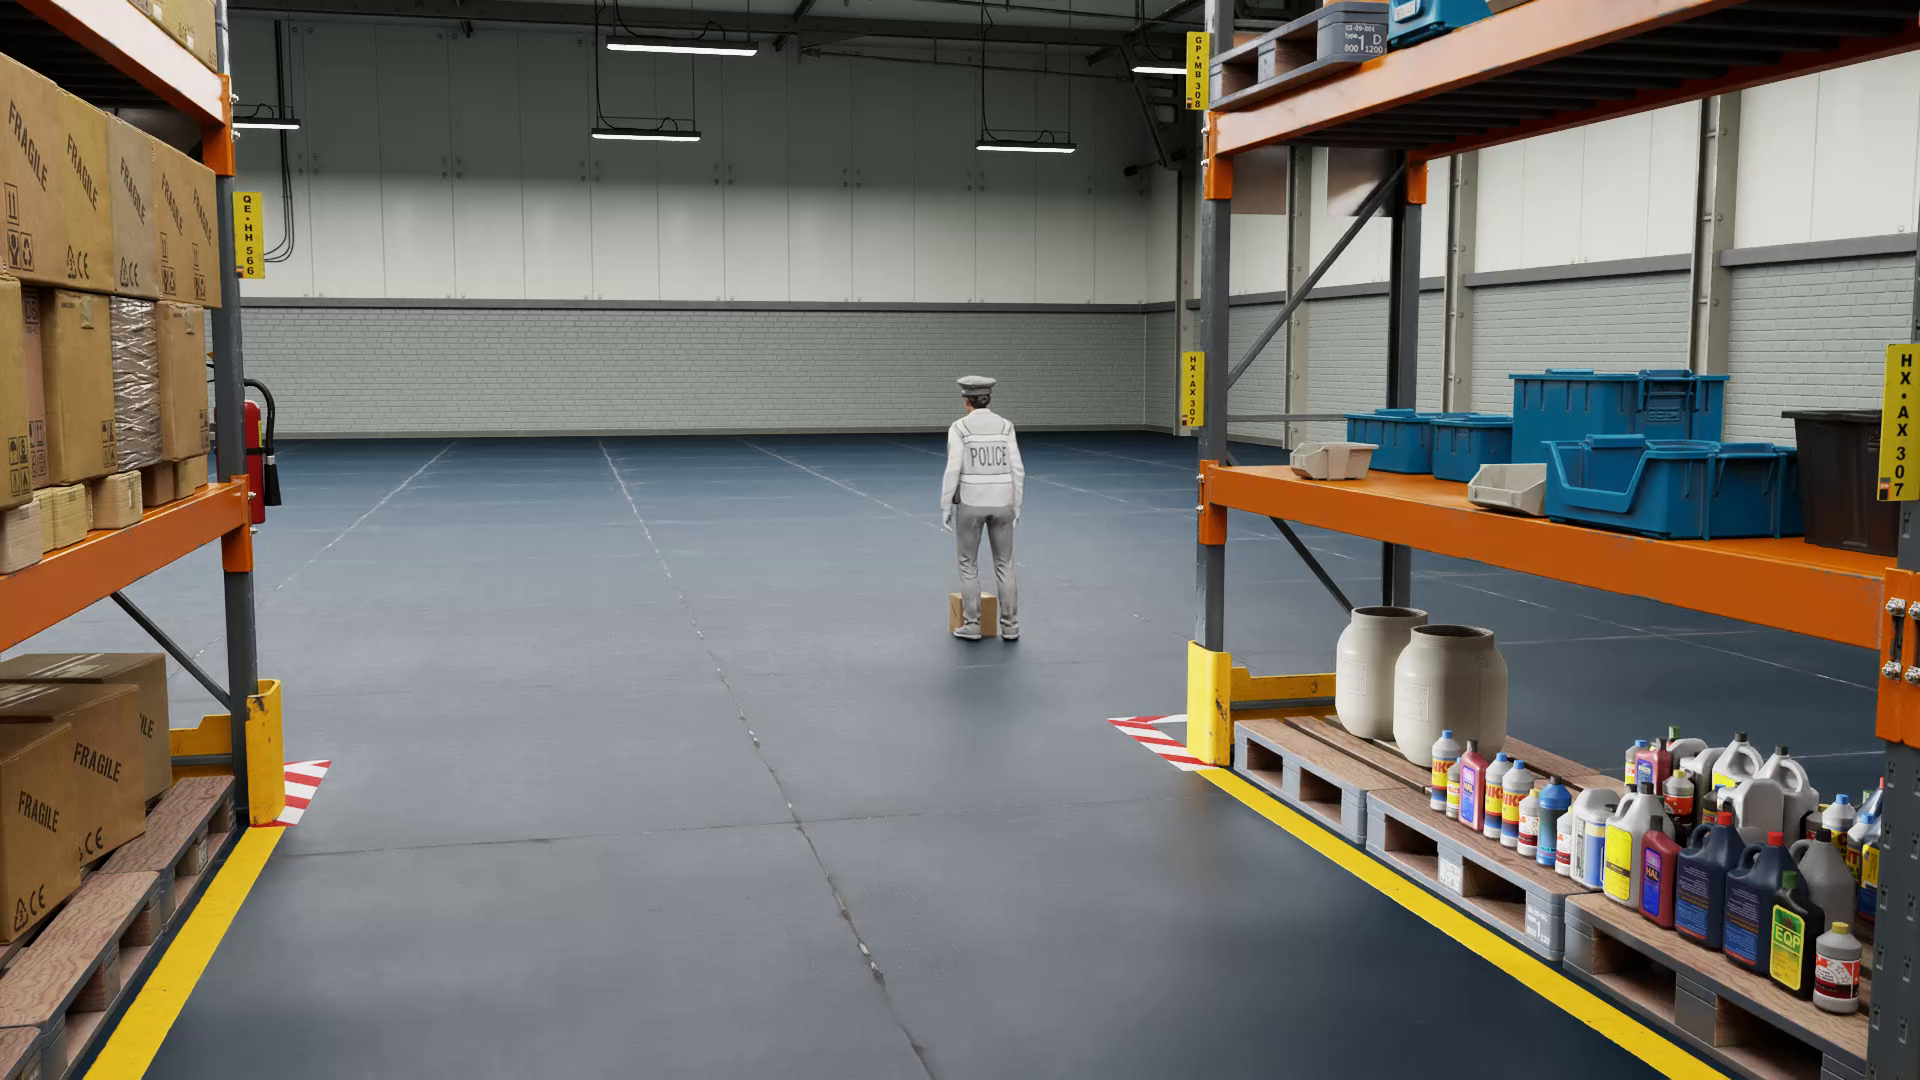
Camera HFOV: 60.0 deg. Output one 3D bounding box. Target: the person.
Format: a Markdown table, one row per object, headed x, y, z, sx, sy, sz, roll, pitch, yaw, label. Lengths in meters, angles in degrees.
| x | y | z | sx | sy | sz | roll | pitch | yaw | label |
| --- | --- | --- | --- | --- | --- | --- | --- | --- | --- |
| 0.137 | -0.199 | 10.480 | 0.546 | 1.665 | 0.412 | -2 | 7 | -17 | person |
